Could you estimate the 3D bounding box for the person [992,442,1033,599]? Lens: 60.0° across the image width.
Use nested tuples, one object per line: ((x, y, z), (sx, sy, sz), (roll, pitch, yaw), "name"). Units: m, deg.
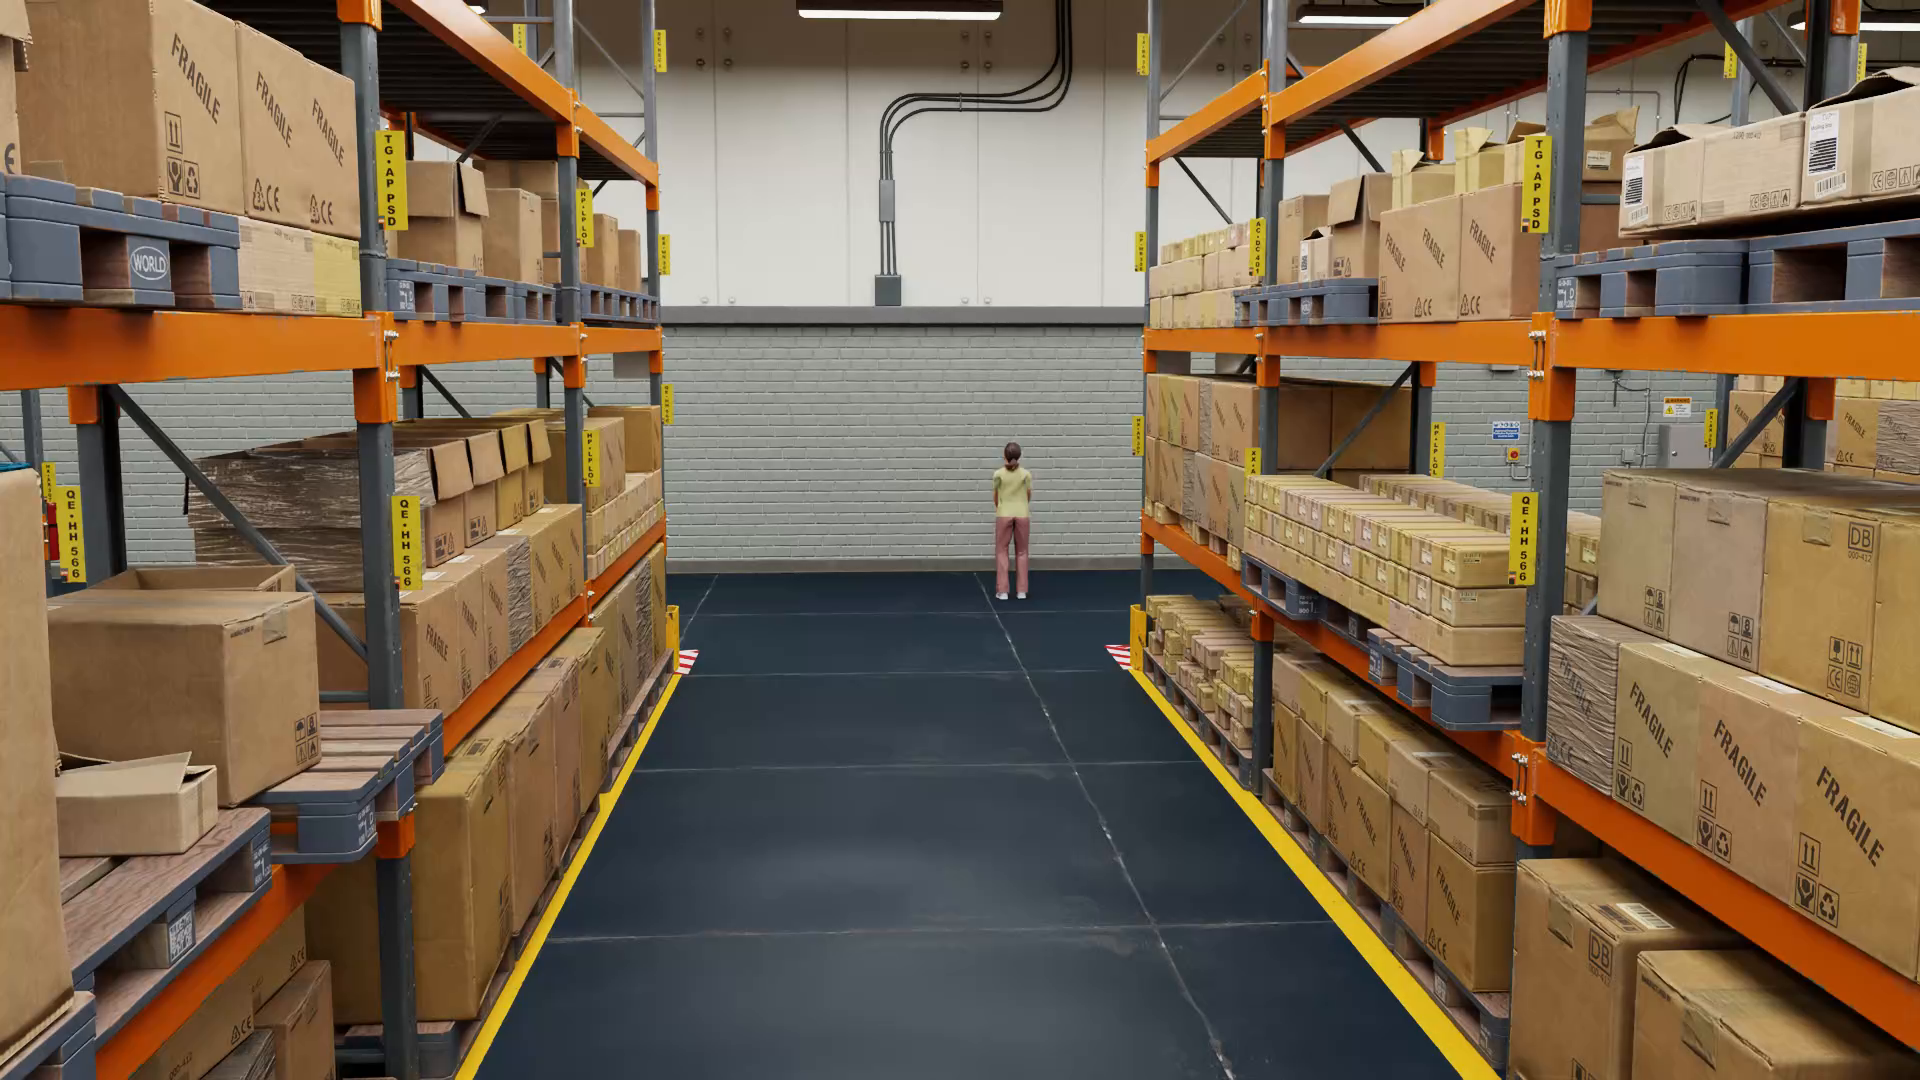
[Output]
((0.547, -0.211, 17.538), (0.425, 1.662, 0.562), (0, 7, -3), "person")
